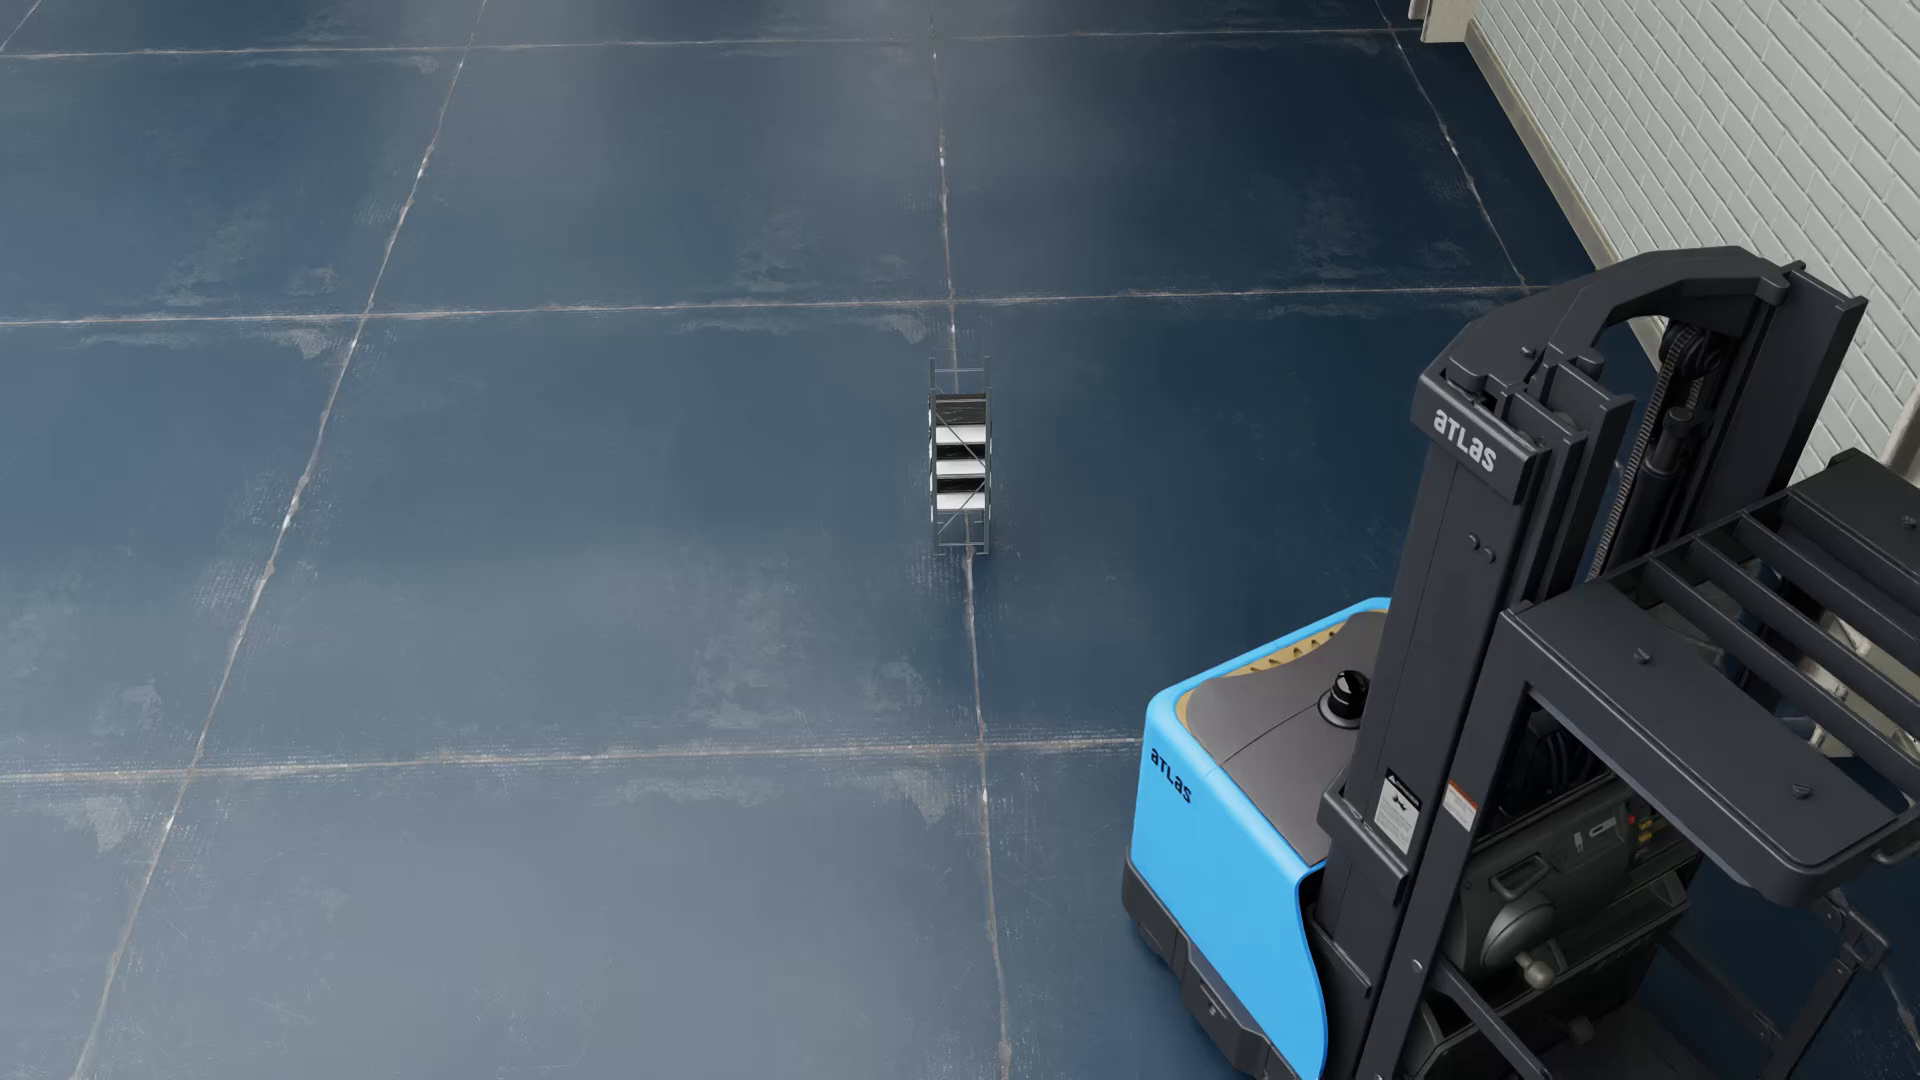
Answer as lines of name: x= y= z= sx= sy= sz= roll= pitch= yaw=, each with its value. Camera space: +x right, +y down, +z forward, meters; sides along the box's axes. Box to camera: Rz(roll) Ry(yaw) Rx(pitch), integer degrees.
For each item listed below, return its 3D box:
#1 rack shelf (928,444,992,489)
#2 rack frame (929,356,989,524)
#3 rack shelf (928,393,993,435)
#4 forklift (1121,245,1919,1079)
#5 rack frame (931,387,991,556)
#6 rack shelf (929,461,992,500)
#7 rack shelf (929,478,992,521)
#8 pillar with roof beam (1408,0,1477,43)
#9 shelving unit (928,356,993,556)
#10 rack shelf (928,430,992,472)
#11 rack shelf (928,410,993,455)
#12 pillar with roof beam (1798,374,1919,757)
rack shelf: x=0.000 y=-0.313 z=6.974 sx=0.258 sy=0.077 sz=0.200 roll=-2 pitch=43 yaw=-2
rack frame: x=-0.005 y=-0.406 z=7.027 sx=0.240 sy=0.900 sz=0.006 roll=-2 pitch=43 yaw=-2
rack shelf: x=0.000 y=-0.512 z=6.792 sx=0.258 sy=0.077 sz=0.200 roll=-2 pitch=43 yaw=-2
forklift: x=1.727 y=0.903 z=4.096 sx=1.130 sy=2.935 sz=3.031 roll=-21 pitch=47 yaw=-21
rack frame: x=0.004 y=-0.269 z=6.877 sx=0.240 sy=0.900 sz=0.006 roll=-2 pitch=43 yaw=-2
rack shelf: x=0.000 y=-0.246 z=7.035 sx=0.258 sy=0.077 sz=0.200 roll=-2 pitch=43 yaw=-2
rack shelf: x=0.000 y=-0.180 z=7.096 sx=0.258 sy=0.077 sz=0.200 roll=-2 pitch=43 yaw=-2
pillar with roof beam: x=-1.162 y=-6.553 z=7.739 sx=9.100 sy=9.000 sz=0.400 roll=-2 pitch=43 yaw=-2
shelving unit: x=0.000 y=-0.337 z=6.952 sx=0.258 sy=0.900 sz=0.210 roll=-2 pitch=43 yaw=-2
rack shelf: x=0.000 y=-0.379 z=6.914 sx=0.258 sy=0.077 sz=0.200 roll=-2 pitch=43 yaw=-2
rack shelf: x=0.000 y=-0.445 z=6.853 sx=0.258 sy=0.077 sz=0.200 roll=-2 pitch=43 yaw=-2
pillar with roof beam: x=-0.908 y=-2.502 z=3.320 sx=9.100 sy=9.000 sz=0.400 roll=-2 pitch=43 yaw=-2
